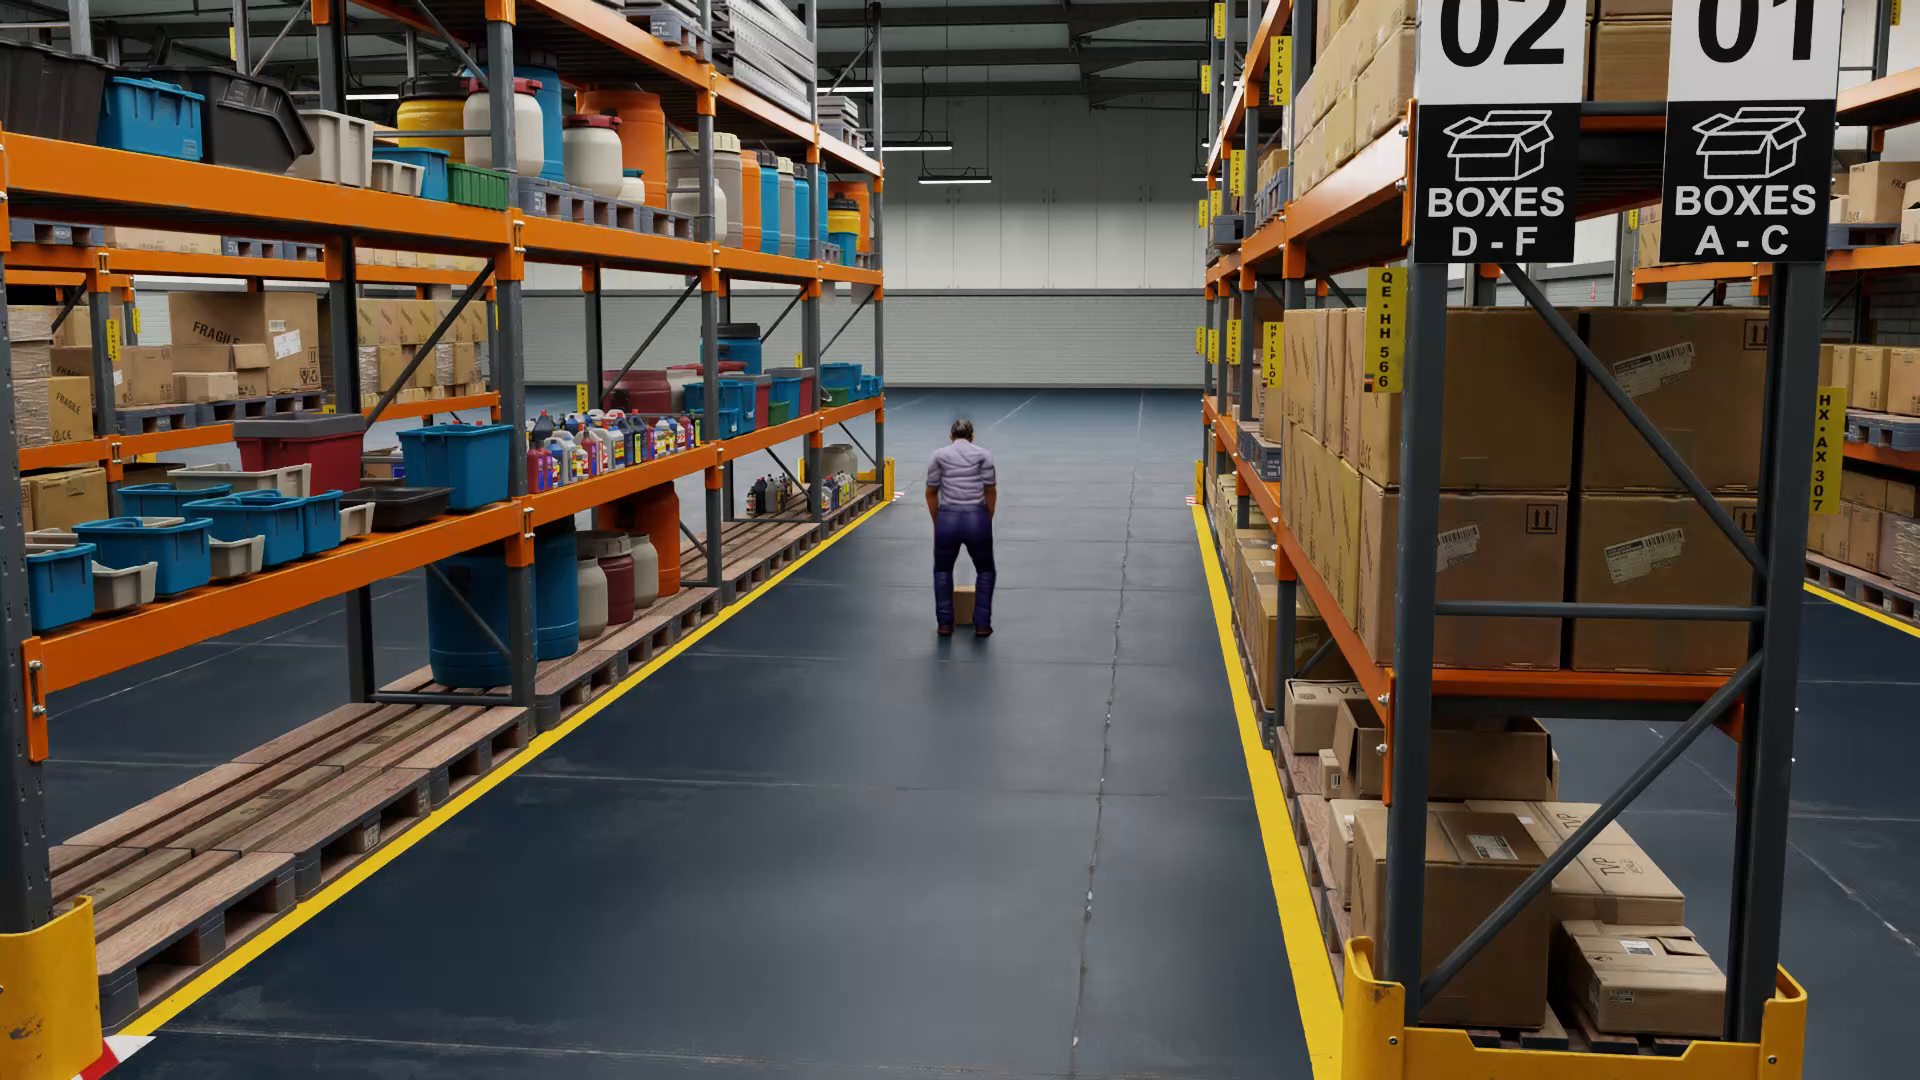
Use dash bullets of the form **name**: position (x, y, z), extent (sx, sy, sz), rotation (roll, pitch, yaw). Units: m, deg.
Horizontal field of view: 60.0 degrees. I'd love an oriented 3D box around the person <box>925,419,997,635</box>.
- **person**: position (0.001, -0.084, 11.907), extent (0.515, 1.546, 0.485), rotation (1, 8, 7)
